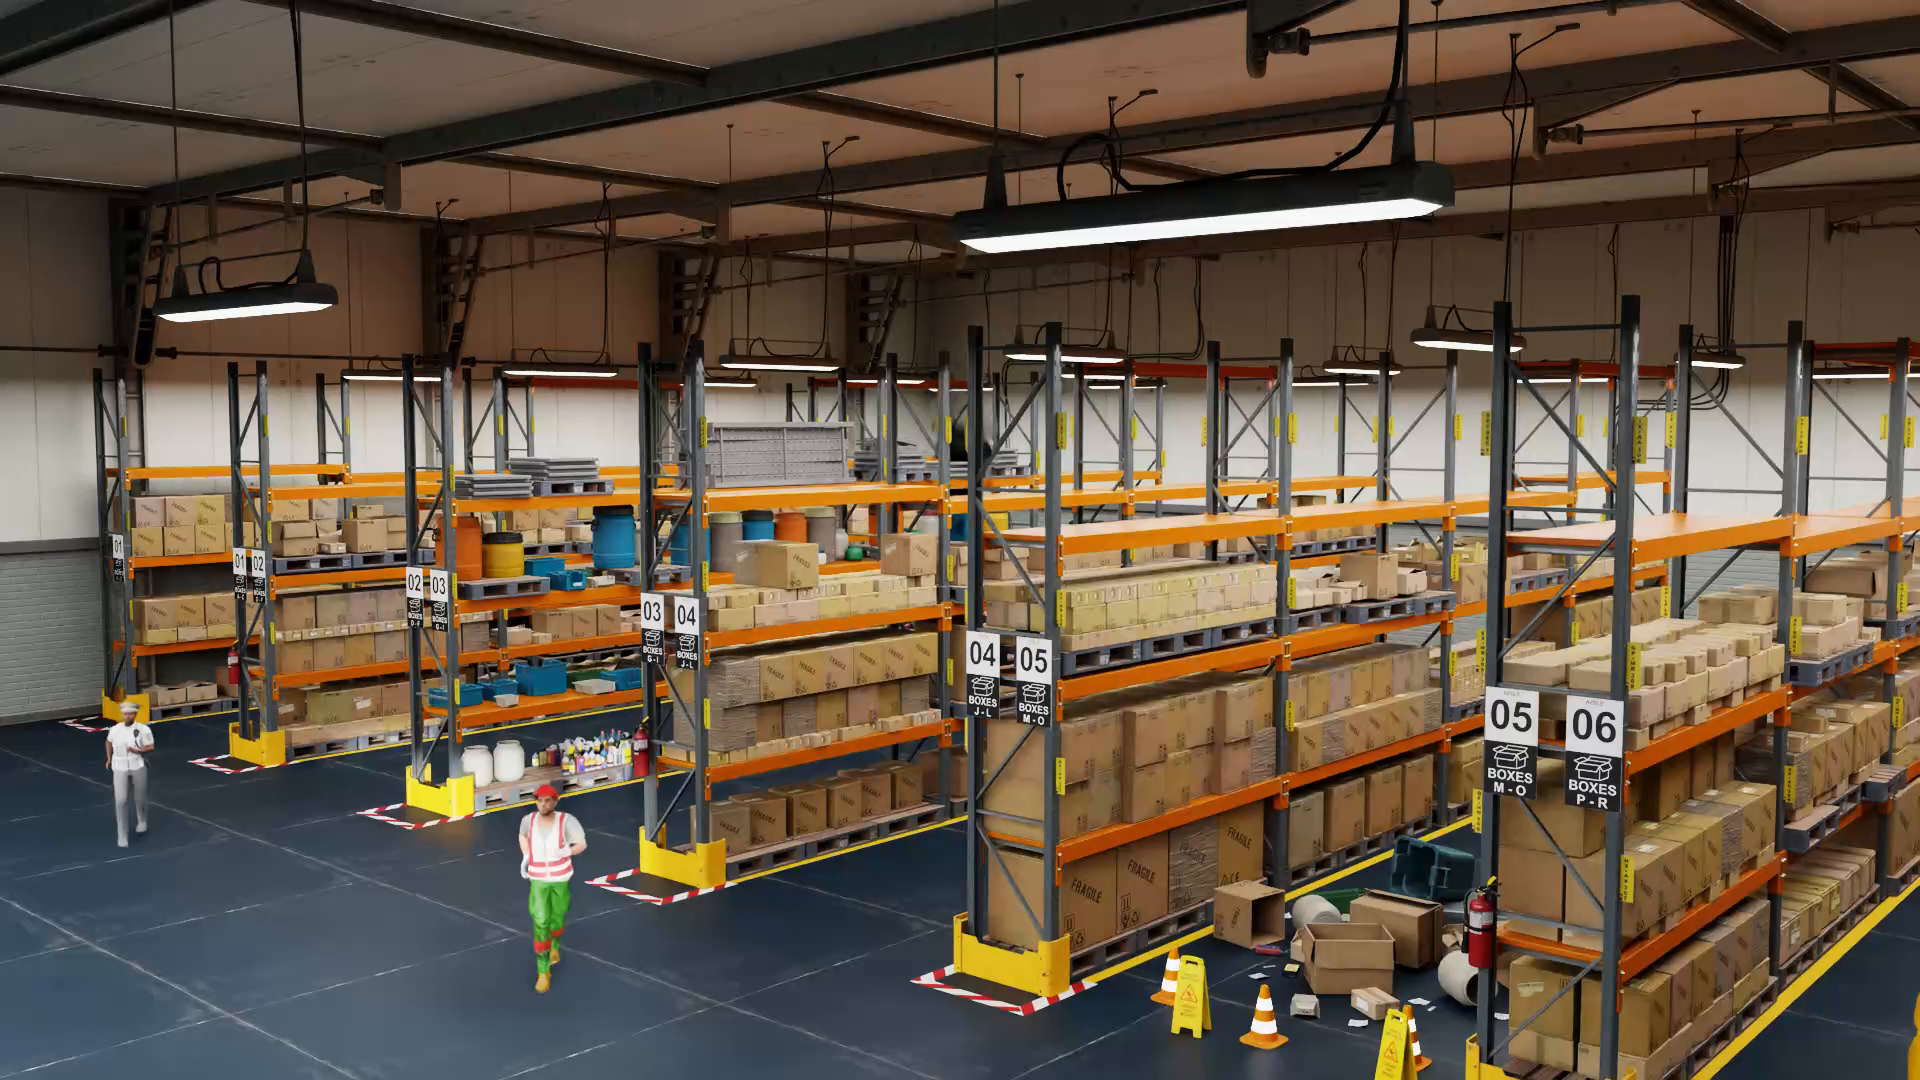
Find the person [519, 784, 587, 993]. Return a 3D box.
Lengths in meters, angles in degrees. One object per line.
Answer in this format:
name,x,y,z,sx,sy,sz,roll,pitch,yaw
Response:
person,-3.753,3.145,15.329,0.624,1.836,0.856,-1,4,-11

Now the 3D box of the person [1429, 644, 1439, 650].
person,7.310,2.451,25.568,0.612,1.705,0.658,-4,6,-44

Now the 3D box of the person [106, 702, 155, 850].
person,-10.104,2.817,20.257,0.562,1.729,0.863,-2,4,-21
